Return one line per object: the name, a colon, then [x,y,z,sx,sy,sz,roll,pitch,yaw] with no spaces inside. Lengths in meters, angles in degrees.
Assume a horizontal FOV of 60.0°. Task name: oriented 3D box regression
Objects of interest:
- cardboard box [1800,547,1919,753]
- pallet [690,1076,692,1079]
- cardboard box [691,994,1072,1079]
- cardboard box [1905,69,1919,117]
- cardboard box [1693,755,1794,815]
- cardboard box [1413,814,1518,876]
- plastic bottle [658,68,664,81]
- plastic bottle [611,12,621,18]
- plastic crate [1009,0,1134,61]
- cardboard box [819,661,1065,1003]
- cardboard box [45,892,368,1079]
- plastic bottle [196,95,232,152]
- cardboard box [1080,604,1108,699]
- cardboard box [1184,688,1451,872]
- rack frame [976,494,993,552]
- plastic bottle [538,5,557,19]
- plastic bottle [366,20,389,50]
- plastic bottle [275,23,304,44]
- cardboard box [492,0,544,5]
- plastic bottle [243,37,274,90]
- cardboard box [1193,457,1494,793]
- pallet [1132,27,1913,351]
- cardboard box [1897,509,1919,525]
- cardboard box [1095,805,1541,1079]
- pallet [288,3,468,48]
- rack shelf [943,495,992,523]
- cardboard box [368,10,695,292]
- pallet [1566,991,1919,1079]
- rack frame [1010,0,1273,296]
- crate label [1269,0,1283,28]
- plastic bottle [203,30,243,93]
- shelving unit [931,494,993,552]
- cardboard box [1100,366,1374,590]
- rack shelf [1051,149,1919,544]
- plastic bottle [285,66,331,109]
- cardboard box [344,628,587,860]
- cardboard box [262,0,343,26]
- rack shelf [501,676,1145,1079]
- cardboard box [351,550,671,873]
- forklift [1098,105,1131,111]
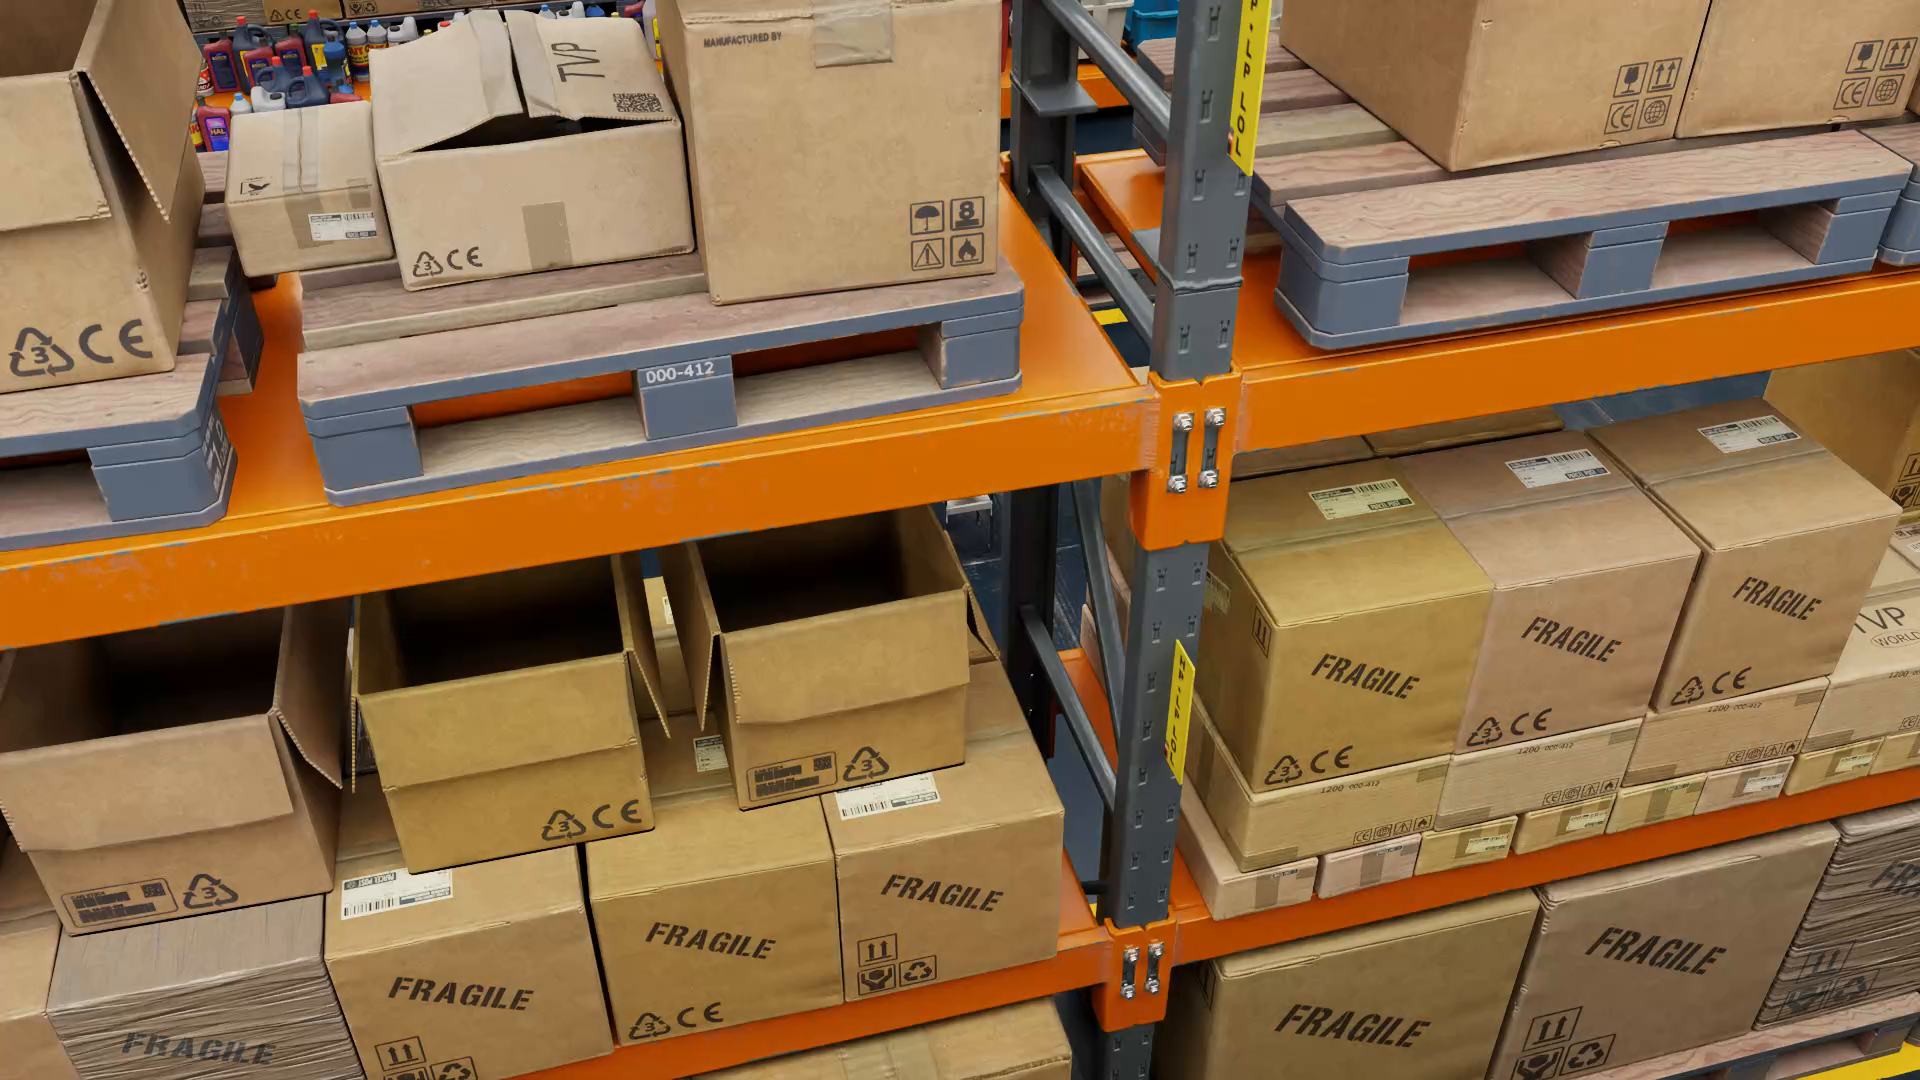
cardboard box: [2.280,0.254,4.328,0.500,0.250,0.500,-9,38,-12]
pallet: [-0.426,1.742,4.799,1.213,0.211,1.003,-9,38,-12]
cardboard box: [-0.313,1.258,4.540,0.875,0.875,1.225,-9,38,-12]
cardboard box: [2.101,-1.211,3.385,0.500,0.500,0.700,-8,38,-10]
cardboard box: [1.923,0.510,4.321,0.250,0.149,0.380,-9,38,-11]
cardboard box: [1.180,0.632,4.162,0.250,0.149,0.380,-8,38,-10]
plastic bottle: [-1.393,-2.072,7.653,0.097,0.201,0.097,0,37,0]
plastic bottle: [-1.692,-2.500,8.213,0.097,0.201,0.097,0,37,0]
plastic crate: [0.530,-2.548,8.160,0.530,0.282,0.437,-9,38,-12]
cardboard box: [-0.081,0.662,3.833,0.500,0.500,0.500,-9,38,-12]
cardboard box: [-1.548,0.900,3.522,0.500,0.500,0.500,-9,38,-12]
plastic bottle: [-3.224,-1.793,7.221,0.133,0.283,0.061,-9,38,-12]
cardboard box: [0.509,0.327,4.560,0.250,0.149,0.380,-9,38,-12]
cardboard box: [0.821,0.489,4.021,0.500,0.250,0.500,-10,39,-13]
rack frame: [0.106,-0.375,6.999,0.006,0.900,0.240,-9,38,-12]
plastic bottle: [-2.010,-2.476,8.124,0.097,0.271,0.097,0,37,0]
plastic bottle: [-2.775,-2.351,7.960,0.097,0.271,0.097,0,37,0]
plastic bottle: [-3.163,-2.303,7.888,0.133,0.283,0.061,-9,38,-12]
cardboard box: [-3.161,-4.206,11.974,0.500,0.500,0.500,-9,38,-12]
plastic bottle: [-3.255,-2.197,7.750,0.133,0.283,0.061,-9,38,-12]
cardboard box: [0.829,0.186,3.800,0.500,0.500,0.500,-9,38,-12]
pallet: [1.092,-0.812,3.446,1.213,0.211,1.003,-9,38,-12]
cardboard box: [2.641,-0.143,4.847,0.500,0.250,0.500,-11,39,-13]
cardboard box: [0.958,1.087,4.763,0.875,0.875,0.875,-9,38,-12]
pallet: [-4.235,-3.889,12.161,1.213,0.211,1.003,-9,38,-12]
rack shelf: [0.008,-0.189,7.108,0.200,0.077,0.258,-9,38,-12]
cardboard box: [-0.783,-0.734,2.999,0.500,0.311,0.500,-11,39,-13]
pallet: [2.234,1.305,5.370,1.213,0.211,1.003,-9,38,-12]
rack frame: [0.300,-1.915,2.347,0.127,3.000,1.000,-9,38,-12]
crate label: [1.584,-2.659,8.425,0.243,0.136,0.396,-9,38,-12]
plastic bottle: [-3.471,-2.253,7.822,0.133,0.283,0.061,-9,38,-12]
shelving unit: [0.008,-0.359,6.978,0.210,0.900,0.258,-9,38,-12]
cardboard box: [0.674,-0.118,4.197,0.500,0.500,0.500,-8,38,-11]
rack shelf: [2.230,-0.755,3.891,4.000,0.370,1.077,-9,38,-12]
plastic bottle: [-2.857,-1.906,7.313,0.185,0.351,0.144,-9,38,-12]
cardboard box: [-1.178,0.514,4.027,0.500,0.500,0.500,-10,39,-13]
cardboard box: [-4.638,-3.959,11.652,0.500,0.500,0.500,-10,38,-13]
rack shelf: [-1.631,1.070,3.974,4.000,0.370,1.077,-9,38,-12]
cardboard box: [-0.980,0.238,3.563,0.637,0.503,0.797,-9,38,-11]
forklift: [-0.129,-4.105,10.204,3.031,2.935,1.130,-7,38,-9]
